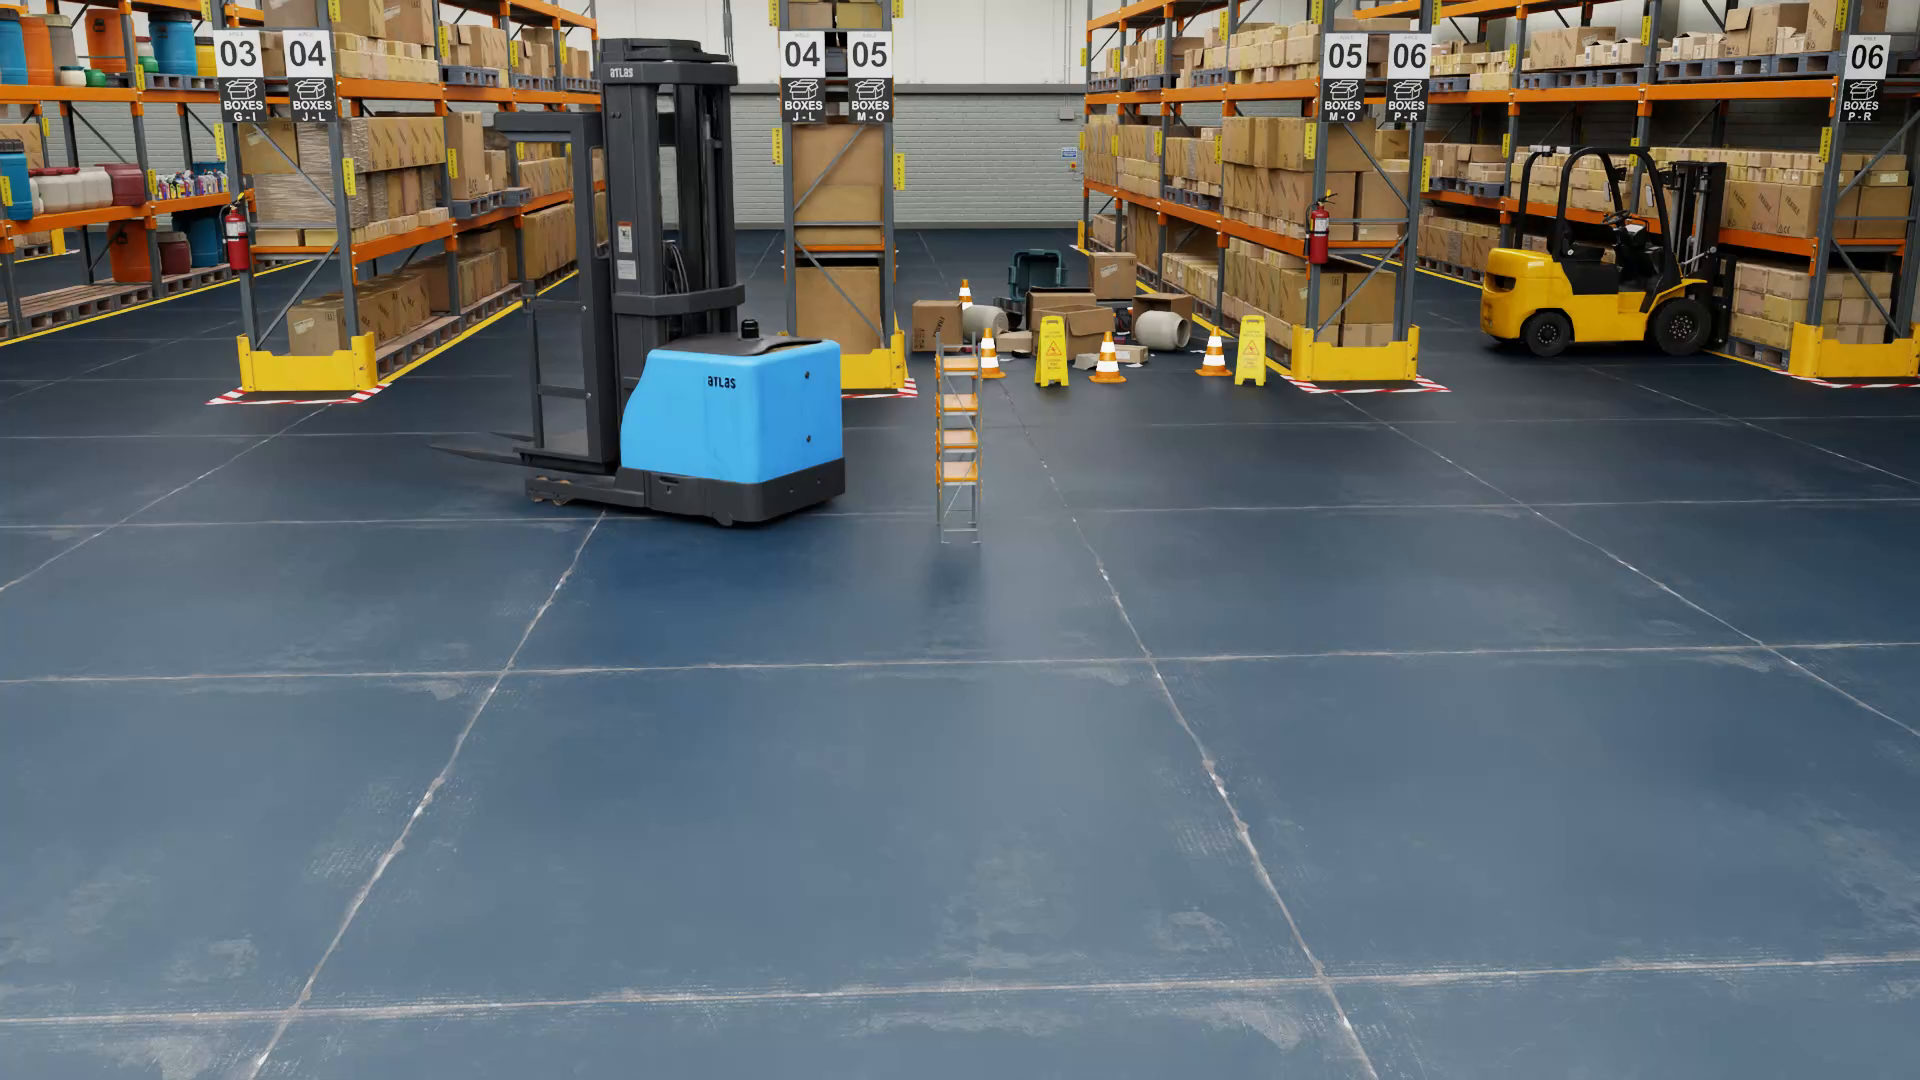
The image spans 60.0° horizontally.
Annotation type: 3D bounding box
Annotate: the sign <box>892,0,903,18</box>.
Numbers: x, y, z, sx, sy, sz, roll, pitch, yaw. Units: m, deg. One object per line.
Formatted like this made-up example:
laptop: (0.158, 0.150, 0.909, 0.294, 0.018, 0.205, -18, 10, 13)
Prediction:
sign: (-0.557, -4.830, 14.847, 0.100, 0.325, 0.005, -1, 14, -3)

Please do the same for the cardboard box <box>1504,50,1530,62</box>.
cardboard box: (7.964, -6.876, 23.614, 0.380, 0.149, 0.250, 0, 14, -2)

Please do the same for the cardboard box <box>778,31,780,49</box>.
cardboard box: (-1.471, -4.569, 15.206, 0.380, 0.149, 0.250, -1, 14, -4)

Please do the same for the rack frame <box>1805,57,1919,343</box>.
rack frame: (8.777, -3.088, 16.008, 1.000, 3.000, 0.127, -1, 14, -3)

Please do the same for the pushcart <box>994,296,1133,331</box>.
pushcart: (1.302, -2.688, 19.715, 1.648, 0.377, 0.936, -6, 16, -23)

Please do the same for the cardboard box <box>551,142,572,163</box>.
cardboard box: (-6.586, -6.399, 27.078, 0.500, 0.500, 0.500, -1, 14, -3)

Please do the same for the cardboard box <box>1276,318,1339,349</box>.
cardboard box: (3.502, -2.085, 16.785, 0.500, 0.250, 0.500, -1, 14, -4)

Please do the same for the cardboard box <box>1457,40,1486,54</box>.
cardboard box: (8.170, -7.860, 26.566, 0.396, 0.266, 0.258, -1, 14, -3)

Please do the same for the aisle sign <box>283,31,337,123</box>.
aisle sign: (-5.765, -4.106, 14.746, 0.394, 0.787, 0.004, -1, 14, -3)

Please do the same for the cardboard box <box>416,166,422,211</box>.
cardboard box: (-6.354, -3.807, 18.005, 0.875, 0.500, 0.500, -1, 14, -3)

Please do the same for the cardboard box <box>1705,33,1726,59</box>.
cardboard box: (8.318, -5.348, 18.000, 0.396, 0.266, 0.258, -1, 14, -5)

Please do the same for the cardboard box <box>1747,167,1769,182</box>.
cardboard box: (8.407, -3.788, 17.228, 0.380, 0.149, 0.250, -1, 14, -5)

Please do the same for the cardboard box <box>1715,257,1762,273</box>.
cardboard box: (8.334, -2.932, 18.071, 0.500, 0.250, 0.500, -1, 14, -5)

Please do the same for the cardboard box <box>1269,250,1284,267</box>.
cardboard box: (3.410, -2.907, 17.175, 0.380, 0.149, 0.250, -1, 14, -3)

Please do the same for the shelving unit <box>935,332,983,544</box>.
shelving unit: (-0.010, -0.622, 10.037, 0.258, 1.200, 0.503, -1, 14, -3)

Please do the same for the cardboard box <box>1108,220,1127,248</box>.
cardboard box: (3.091, -5.338, 29.051, 0.875, 0.438, 0.875, -1, 14, -5)

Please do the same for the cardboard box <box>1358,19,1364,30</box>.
cardboard box: (3.973, -4.882, 15.863, 0.380, 0.149, 0.250, -1, 14, -4)

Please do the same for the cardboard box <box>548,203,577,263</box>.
cardboard box: (-6.752, -4.857, 26.306, 1.225, 0.875, 0.875, -1, 14, -3)

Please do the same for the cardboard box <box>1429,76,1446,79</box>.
cardboard box: (7.753, -7.713, 27.667, 0.500, 0.250, 0.500, -1, 14, -3)

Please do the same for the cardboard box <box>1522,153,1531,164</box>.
cardboard box: (8.024, -5.290, 23.064, 0.380, 0.149, 0.250, -1, 14, -2)

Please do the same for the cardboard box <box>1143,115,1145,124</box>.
cardboard box: (3.229, -7.051, 27.900, 0.380, 0.149, 0.250, -1, 14, -4)

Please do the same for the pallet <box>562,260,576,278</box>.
pallet: (-6.689, -4.301, 26.317, 1.003, 0.211, 1.213, -1, 14, -3)

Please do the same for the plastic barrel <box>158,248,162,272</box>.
plastic barrel: (-11.679, -4.029, 23.818, 0.421, 0.512, 0.421, 0, 14, 0)

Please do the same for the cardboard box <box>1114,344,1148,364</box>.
cardboard box: (1.725, -1.924, 17.207, 0.380, 0.149, 0.250, 7, 16, 26)

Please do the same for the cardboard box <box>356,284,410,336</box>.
cardboard box: (-6.171, -2.449, 17.700, 0.500, 0.500, 0.500, -2, 15, -8)

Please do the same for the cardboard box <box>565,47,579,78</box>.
cardboard box: (-6.840, -8.054, 28.047, 0.700, 0.500, 0.500, 0, 14, -1)

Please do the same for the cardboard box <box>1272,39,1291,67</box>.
cardboard box: (3.455, -4.912, 16.780, 0.500, 0.250, 0.500, 0, 14, -2)

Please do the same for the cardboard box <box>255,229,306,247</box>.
cardboard box: (-6.292, -2.803, 15.406, 0.380, 0.149, 0.250, -1, 14, -3)

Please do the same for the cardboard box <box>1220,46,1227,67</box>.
cardboard box: (3.394, -5.732, 19.722, 0.500, 0.250, 0.500, -1, 14, -5)

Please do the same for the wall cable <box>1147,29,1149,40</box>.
wall cable: (2.949, -11.316, 35.949, 2.355, 3.000, 0.029, -1, 14, -3)

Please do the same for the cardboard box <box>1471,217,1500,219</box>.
cardboard box: (8.431, -5.103, 26.713, 0.380, 0.149, 0.250, -2, 15, -6)

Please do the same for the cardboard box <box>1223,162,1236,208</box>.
cardboard box: (3.324, -4.084, 19.082, 0.500, 0.500, 0.500, -1, 14, -4)

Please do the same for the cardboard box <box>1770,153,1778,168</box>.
cardboard box: (8.513, -3.869, 16.944, 0.380, 0.149, 0.250, -1, 14, -3)

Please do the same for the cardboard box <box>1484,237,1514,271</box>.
cardboard box: (8.040, -4.172, 24.396, 0.500, 0.500, 0.500, 0, 14, -2)

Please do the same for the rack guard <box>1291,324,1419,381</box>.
rack guard: (3.818, -1.819, 16.092, 1.175, 0.500, 0.348, -1, 14, -3)

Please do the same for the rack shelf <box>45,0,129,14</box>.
rack shelf: (-11.384, -6.636, 20.006, 1.077, 0.370, 4.000, -1, 14, -3)

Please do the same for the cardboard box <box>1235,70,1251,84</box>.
cardboard box: (3.307, -5.189, 18.658, 0.380, 0.149, 0.250, -1, 14, -3)

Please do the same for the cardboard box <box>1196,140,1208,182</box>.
cardboard box: (3.259, -4.764, 20.882, 0.500, 0.500, 0.500, 0, 14, -2)

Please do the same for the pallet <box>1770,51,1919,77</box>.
pallet: (8.759, -4.674, 16.330, 1.003, 0.211, 1.213, -1, 14, -3)

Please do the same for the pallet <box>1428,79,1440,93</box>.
pallet: (8.003, -7.271, 26.622, 1.213, 0.211, 1.003, -1, 14, -3)

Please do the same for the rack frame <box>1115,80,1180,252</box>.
rack frame: (3.079, -5.995, 27.306, 1.000, 3.000, 0.127, -1, 14, -3)

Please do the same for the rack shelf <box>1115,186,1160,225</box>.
rack shelf: (3.203, -5.149, 25.462, 1.077, 0.370, 4.000, -1, 14, -3)

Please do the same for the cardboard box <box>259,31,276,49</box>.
cardboard box: (-6.397, -4.495, 14.957, 0.380, 0.149, 0.250, -1, 14, -3)

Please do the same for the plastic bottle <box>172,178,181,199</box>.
plastic bottle: (-11.217, -5.033, 23.802, 0.061, 0.283, 0.133, -1, 14, -3)

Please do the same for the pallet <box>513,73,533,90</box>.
pallet: (-6.657, -6.368, 23.114, 1.213, 0.211, 1.003, 0, 14, -1)

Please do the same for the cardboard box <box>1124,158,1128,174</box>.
cardboard box: (2.885, -5.921, 26.318, 0.500, 0.250, 0.500, -1, 14, -3)

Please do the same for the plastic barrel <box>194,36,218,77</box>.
plastic barrel: (-11.496, -7.289, 25.094, 0.600, 0.588, 0.600, 0, 14, 0)

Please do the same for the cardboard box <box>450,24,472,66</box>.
cardboard box: (-6.306, -5.911, 19.910, 0.797, 0.503, 0.637, 0, 14, -1)

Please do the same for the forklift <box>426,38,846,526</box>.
forklift: (-2.288, -1.751, 10.950, 3.031, 2.935, 1.130, 8, 17, 29)

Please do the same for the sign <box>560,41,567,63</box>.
sign: (-6.271, -7.708, 26.276, 0.100, 0.325, 0.005, -1, 14, -3)

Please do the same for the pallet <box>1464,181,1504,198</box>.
pallet: (8.169, -5.152, 24.416, 1.213, 0.211, 1.003, -1, 14, -3)

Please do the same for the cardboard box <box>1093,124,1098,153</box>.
cardboard box: (2.655, -7.142, 29.558, 0.500, 0.500, 0.500, -1, 14, -4)

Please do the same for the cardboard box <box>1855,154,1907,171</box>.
cardboard box: (8.969, -3.681, 16.215, 0.380, 0.149, 0.250, -1, 14, -5)

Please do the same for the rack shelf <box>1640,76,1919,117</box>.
rack shelf: (8.653, -4.690, 17.657, 1.077, 0.370, 4.000, -1, 14, -3)
